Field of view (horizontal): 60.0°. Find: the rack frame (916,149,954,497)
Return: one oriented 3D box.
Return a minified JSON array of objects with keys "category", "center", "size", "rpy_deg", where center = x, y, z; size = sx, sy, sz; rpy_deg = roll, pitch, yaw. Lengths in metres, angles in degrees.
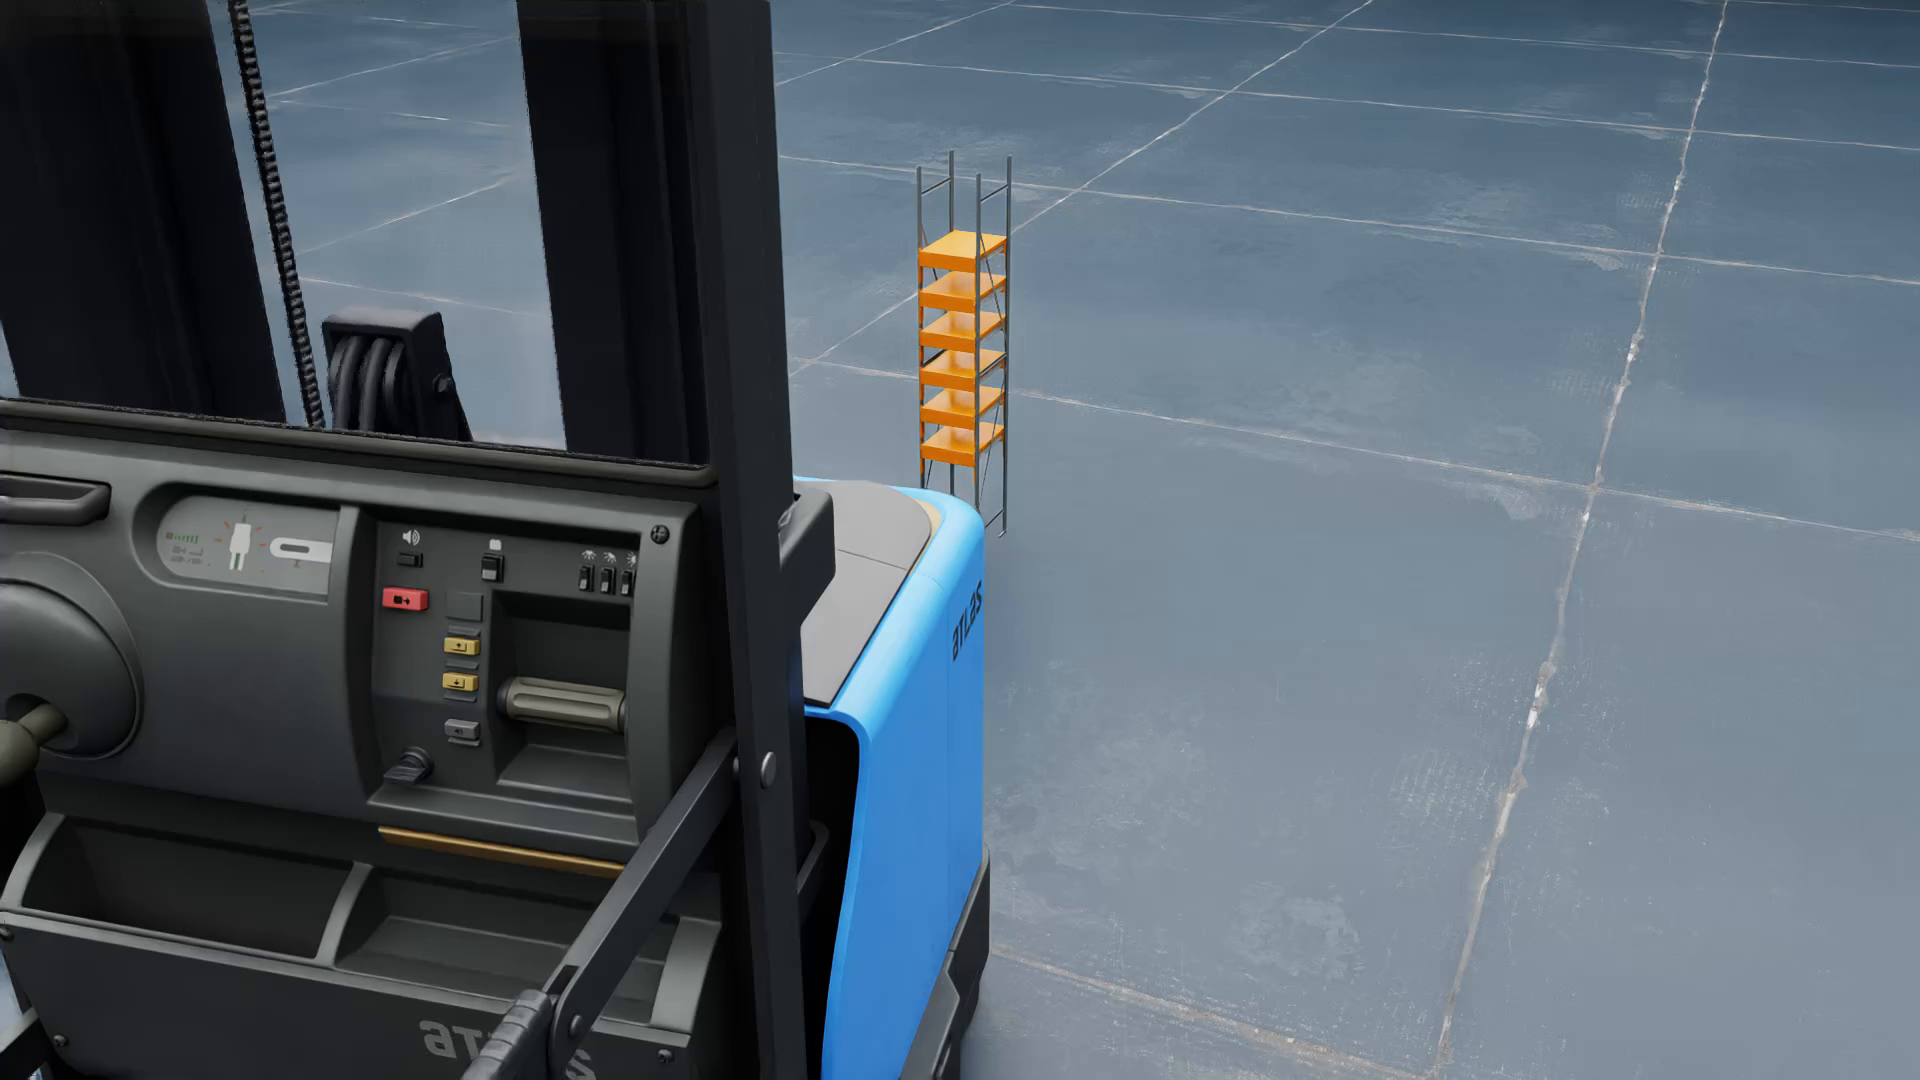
[{"category":"rack frame","center":[-0.070,-0.552,5.014],"size":[0.006,1.200,0.240],"rpy_deg":[11,28,22]}]

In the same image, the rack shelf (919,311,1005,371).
[{"category":"rack shelf","center":[0.013,-0.603,4.946],"size":[0.180,0.103,0.258],"rpy_deg":[11,28,22]}]

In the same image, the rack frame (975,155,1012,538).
[{"category":"rack frame","center":[0.096,-0.519,4.946],"size":[0.006,1.200,0.240],"rpy_deg":[11,28,22]}]

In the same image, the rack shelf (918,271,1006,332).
[{"category":"rack shelf","center":[0.013,-0.711,4.893],"size":[0.180,0.103,0.258],"rpy_deg":[11,28,22]}]

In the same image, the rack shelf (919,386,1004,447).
[{"category":"rack shelf","center":[0.013,-0.388,5.052],"size":[0.180,0.103,0.258],"rpy_deg":[11,28,22]}]

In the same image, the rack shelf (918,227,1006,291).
[{"category":"rack shelf","center":[0.013,-0.819,4.840],"size":[0.180,0.103,0.258],"rpy_deg":[11,28,22]}]

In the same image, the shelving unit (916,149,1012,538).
[{"category":"shelving unit","center":[0.013,-0.536,4.980],"size":[0.189,1.200,0.258],"rpy_deg":[11,28,22]}]

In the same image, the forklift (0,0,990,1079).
[{"category":"forklift","center":[-0.789,0.145,1.638],"size":[1.130,2.935,3.031],"rpy_deg":[6,27,12]}]

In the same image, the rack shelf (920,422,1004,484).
[{"category":"rack shelf","center":[0.013,-0.280,5.105],"size":[0.180,0.103,0.258],"rpy_deg":[11,28,22]}]

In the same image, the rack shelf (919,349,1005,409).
[{"category":"rack shelf","center":[0.013,-0.496,4.999],"size":[0.180,0.103,0.258],"rpy_deg":[11,28,22]}]
